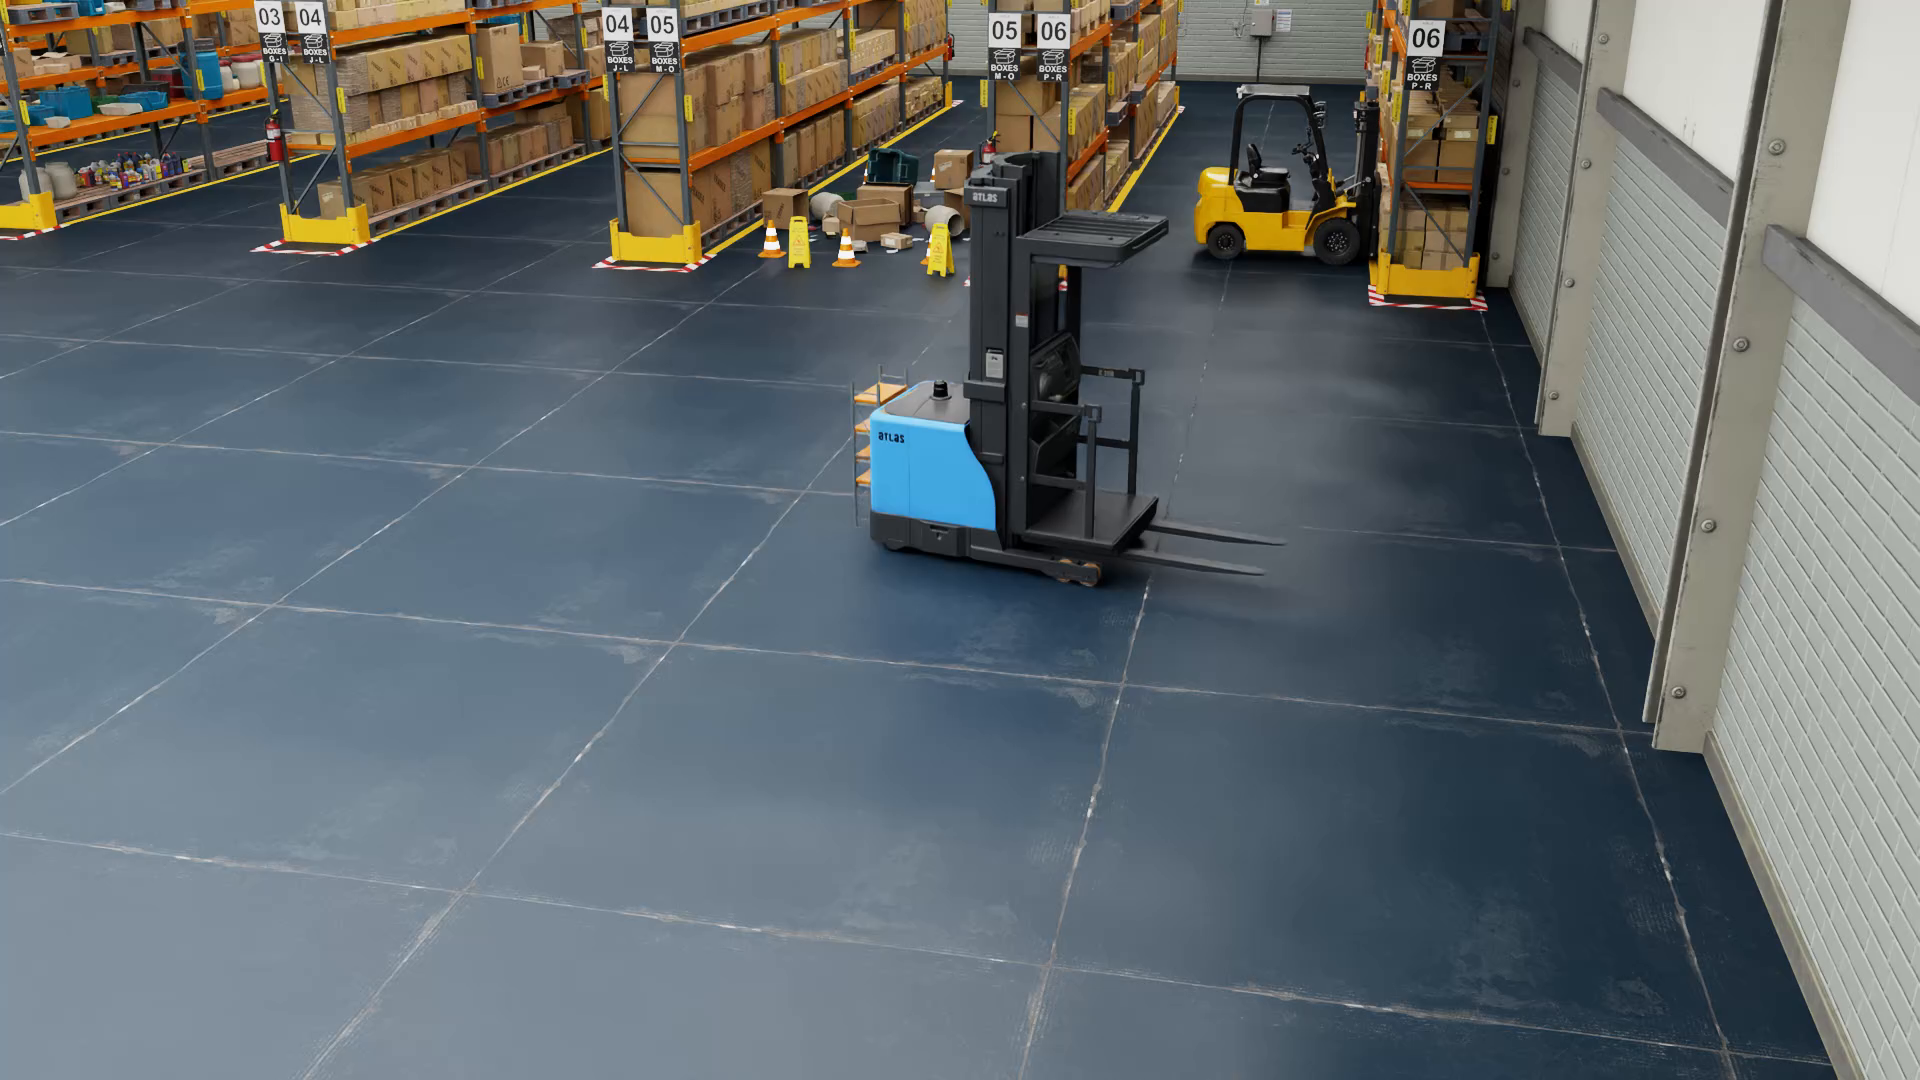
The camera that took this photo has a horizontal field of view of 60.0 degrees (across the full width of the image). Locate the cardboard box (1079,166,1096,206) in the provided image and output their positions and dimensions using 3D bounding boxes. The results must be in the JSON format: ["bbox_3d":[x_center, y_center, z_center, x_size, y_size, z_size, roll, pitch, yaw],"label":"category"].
[{"bbox_3d":[1.595,-4.922,23.174,0.500,0.500,0.500,6,23,14],"label":"cardboard box"}]

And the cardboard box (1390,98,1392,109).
[{"bbox_3d":[5.995,-5.861,22.390,0.380,0.149,0.250,5,22,12],"label":"cardboard box"}]

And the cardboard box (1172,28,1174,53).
[{"bbox_3d":[4.150,-10.321,34.330,0.500,0.500,0.500,4,22,10],"label":"cardboard box"}]

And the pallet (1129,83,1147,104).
[{"bbox_3d":[2.433,-7.370,27.394,1.213,0.211,1.003,4,22,11],"label":"pallet"}]

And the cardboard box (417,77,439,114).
[{"bbox_3d":[-8.336,-6.674,24.877,0.875,0.500,0.500,4,22,11],"label":"cardboard box"}]

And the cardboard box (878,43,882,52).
[{"bbox_3d":[-1.676,-9.204,31.068,0.380,0.149,0.250,3,22,8],"label":"cardboard box"}]

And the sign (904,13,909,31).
[{"bbox_3d":[-1.032,-10.027,32.185,0.100,0.325,0.005,4,22,11],"label":"sign"}]

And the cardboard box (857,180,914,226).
[{"bbox_3d":[-1.096,-4.885,24.127,0.797,0.637,0.503,4,22,11],"label":"cardboard box"}]

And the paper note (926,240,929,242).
[{"bbox_3d":[-0.456,-4.165,23.181,0.032,0.001,0.123,4,22,11],"label":"paper note"}]

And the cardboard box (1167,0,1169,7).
[{"bbox_3d":[3.938,-10.653,32.948,0.380,0.149,0.250,5,22,11],"label":"cardboard box"}]

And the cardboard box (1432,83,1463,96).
[{"bbox_3d":[6.657,-6.144,22.694,0.380,0.149,0.250,4,22,9],"label":"cardboard box"}]

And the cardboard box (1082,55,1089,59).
[{"bbox_3d":[1.738,-7.200,25.621,0.500,0.500,0.500,5,23,13],"label":"cardboard box"}]

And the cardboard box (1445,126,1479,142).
[{"bbox_3d":[6.025,-4.876,19.944,0.380,0.149,0.250,4,22,10],"label":"cardboard box"}]

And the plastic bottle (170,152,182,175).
[{"bbox_3d":[-12.742,-6.115,26.980,0.144,0.351,0.185,4,22,9],"label":"plastic bottle"}]

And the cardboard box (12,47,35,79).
[{"bbox_3d":[-17.251,-8.671,30.234,0.500,0.500,0.500,3,22,8],"label":"cardboard box"}]

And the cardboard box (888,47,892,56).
[{"bbox_3d":[-1.516,-9.354,31.837,0.380,0.149,0.250,5,22,11],"label":"cardboard box"}]

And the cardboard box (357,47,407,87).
[{"bbox_3d":[-8.271,-6.751,23.730,0.500,0.500,0.500,4,22,11],"label":"cardboard box"}]

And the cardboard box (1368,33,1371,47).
[{"bbox_3d":[8.610,-10.199,33.965,0.500,0.250,0.500,5,22,11],"label":"cardboard box"}]

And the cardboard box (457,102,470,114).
[{"bbox_3d":[-7.860,-6.712,25.840,0.380,0.149,0.250,4,22,11],"label":"cardboard box"}]

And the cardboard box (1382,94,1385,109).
[{"bbox_3d":[6.465,-6.438,24.354,0.500,0.250,0.500,4,22,10],"label":"cardboard box"}]

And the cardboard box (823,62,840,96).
[{"bbox_3d":[-2.325,-7.747,27.939,0.500,0.500,0.500,4,22,11],"label":"cardboard box"}]

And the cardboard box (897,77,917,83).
[{"bbox_3d":[-1.138,-9.866,35.794,0.380,0.149,0.250,5,22,12],"label":"cardboard box"}]

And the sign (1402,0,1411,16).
[{"bbox_3d":[5.173,-6.236,19.229,0.100,0.325,0.005,4,22,11],"label":"sign"}]

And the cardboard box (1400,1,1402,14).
[{"bbox_3d":[5.972,-6.981,21.798,0.380,0.149,0.250,5,23,13],"label":"cardboard box"}]

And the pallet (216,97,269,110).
[{"bbox_3d":[-15.967,-9.660,36.556,1.003,0.211,1.213,4,22,11],"label":"pallet"}]

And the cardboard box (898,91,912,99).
[{"bbox_3d":[-1.186,-8.982,33.597,0.380,0.149,0.250,4,22,10],"label":"cardboard box"}]

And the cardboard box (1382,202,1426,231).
[{"bbox_3d":[5.490,-4.000,20.550,0.500,0.250,0.500,5,23,13],"label":"cardboard box"}]

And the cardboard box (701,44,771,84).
[{"bbox_3d":[-3.318,-7.043,24.680,0.875,0.550,0.550,4,22,11],"label":"cardboard box"}]

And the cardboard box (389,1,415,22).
[{"bbox_3d":[-8.203,-7.596,23.885,0.500,0.250,0.500,5,22,13],"label":"cardboard box"}]

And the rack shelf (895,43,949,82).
[{"bbox_3d":[-1.168,-9.928,34.453,1.077,0.370,4.000,4,22,11],"label":"rack shelf"}]

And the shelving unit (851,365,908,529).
[{"bbox_3d":[-0.620,-0.719,13.032,0.258,1.200,0.503,9,24,22],"label":"shelving unit"}]

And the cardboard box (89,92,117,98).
[{"bbox_3d":[-16.964,-8.644,33.058,0.500,0.500,0.500,5,23,13],"label":"cardboard box"}]

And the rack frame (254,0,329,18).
[{"bbox_3d":[-8.860,-8.340,21.516,1.000,3.000,0.127,4,22,11],"label":"rack frame"}]

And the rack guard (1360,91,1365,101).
[{"bbox_3d":[8.951,-9.089,34.752,1.175,0.500,0.348,4,22,11],"label":"rack guard"}]

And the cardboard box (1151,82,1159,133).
[{"bbox_3d":[3.242,-8.167,31.398,0.875,0.875,0.875,5,23,13],"label":"cardboard box"}]

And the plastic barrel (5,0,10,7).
[{"bbox_3d":[-13.734,-7.907,23.320,0.600,0.830,0.708,4,22,11],"label":"plastic barrel"}]

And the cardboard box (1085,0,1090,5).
[{"bbox_3d":[1.475,-7.014,21.508,0.380,0.149,0.250,5,22,12],"label":"cardboard box"}]

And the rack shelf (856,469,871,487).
[{"bbox_3d":[-0.620,-0.472,13.132,0.258,0.148,0.480,9,24,22],"label":"rack shelf"}]

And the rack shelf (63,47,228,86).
[{"bbox_3d":[-16.517,-9.637,33.730,1.077,0.370,4.000,4,22,11],"label":"rack shelf"}]

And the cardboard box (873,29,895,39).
[{"bbox_3d":[-1.467,-9.723,31.959,0.380,0.149,0.250,5,23,13],"label":"cardboard box"}]

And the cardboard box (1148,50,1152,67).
[{"bbox_3d":[3.156,-8.611,29.751,0.500,0.250,0.500,5,22,12],"label":"cardboard box"}]

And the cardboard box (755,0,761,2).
[{"bbox_3d":[-3.073,-7.777,23.772,0.380,0.149,0.250,5,22,12],"label":"cardboard box"}]

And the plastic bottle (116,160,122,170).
[{"bbox_3d":[-13.495,-5.947,26.667,0.097,0.271,0.097,0,22,0],"label":"plastic bottle"}]

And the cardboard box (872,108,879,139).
[{"bbox_3d":[-1.799,-7.715,30.777,0.500,0.500,0.500,4,22,10],"label":"cardboard box"}]

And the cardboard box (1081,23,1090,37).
[{"bbox_3d":[1.487,-6.646,21.661,0.380,0.149,0.250,5,22,12],"label":"cardboard box"}]

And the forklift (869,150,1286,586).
[{"bbox_3d":[0.876,-1.250,12.033,3.031,2.935,1.130,9,24,22],"label":"forklift"}]

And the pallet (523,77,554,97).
[{"bbox_3d":[-7.591,-7.667,28.132,1.003,0.211,1.213,4,22,11],"label":"pallet"}]

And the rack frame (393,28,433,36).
[{"bbox_3d":[-11.260,-10.323,34.471,1.000,3.000,0.127,4,22,11],"label":"rack frame"}]

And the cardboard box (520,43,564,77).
[{"bbox_3d":[-7.315,-8.312,28.780,0.700,0.500,0.500,8,23,19],"label":"cardboard box"}]

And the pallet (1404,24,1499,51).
[{"bbox_3d":[5.871,-6.032,19.918,1.003,0.211,1.213,4,22,11],"label":"pallet"}]

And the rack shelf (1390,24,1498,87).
[{"bbox_3d":[6.110,-6.214,21.215,1.077,0.370,4.000,4,22,11],"label":"rack shelf"}]

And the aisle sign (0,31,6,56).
[{"bbox_3d":[-13.437,-7.092,22.967,0.394,0.787,0.004,4,22,11],"label":"aisle sign"}]

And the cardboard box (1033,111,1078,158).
[{"bbox_3d":[1.210,-5.138,21.064,0.500,0.500,0.500,4,22,10],"label":"cardboard box"}]

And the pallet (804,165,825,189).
[{"bbox_3d":[-2.878,-6.047,27.585,1.003,0.211,1.213,4,22,11],"label":"pallet"}]

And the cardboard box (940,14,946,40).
[{"bbox_3d":[-0.600,-10.994,35.604,0.500,0.500,0.500,5,22,12],"label":"cardboard box"}]

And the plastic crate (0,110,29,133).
[{"bbox_3d":[-13.900,-6.072,24.113,0.499,0.251,0.616,4,22,11],"label":"plastic crate"}]

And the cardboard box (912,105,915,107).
[{"bbox_3d":[-1.131,-8.801,33.944,0.380,0.149,0.250,4,22,10],"label":"cardboard box"}]

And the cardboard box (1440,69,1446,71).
[{"bbox_3d":[7.298,-7.184,25.675,0.380,0.149,0.250,4,22,11],"label":"cardboard box"}]
